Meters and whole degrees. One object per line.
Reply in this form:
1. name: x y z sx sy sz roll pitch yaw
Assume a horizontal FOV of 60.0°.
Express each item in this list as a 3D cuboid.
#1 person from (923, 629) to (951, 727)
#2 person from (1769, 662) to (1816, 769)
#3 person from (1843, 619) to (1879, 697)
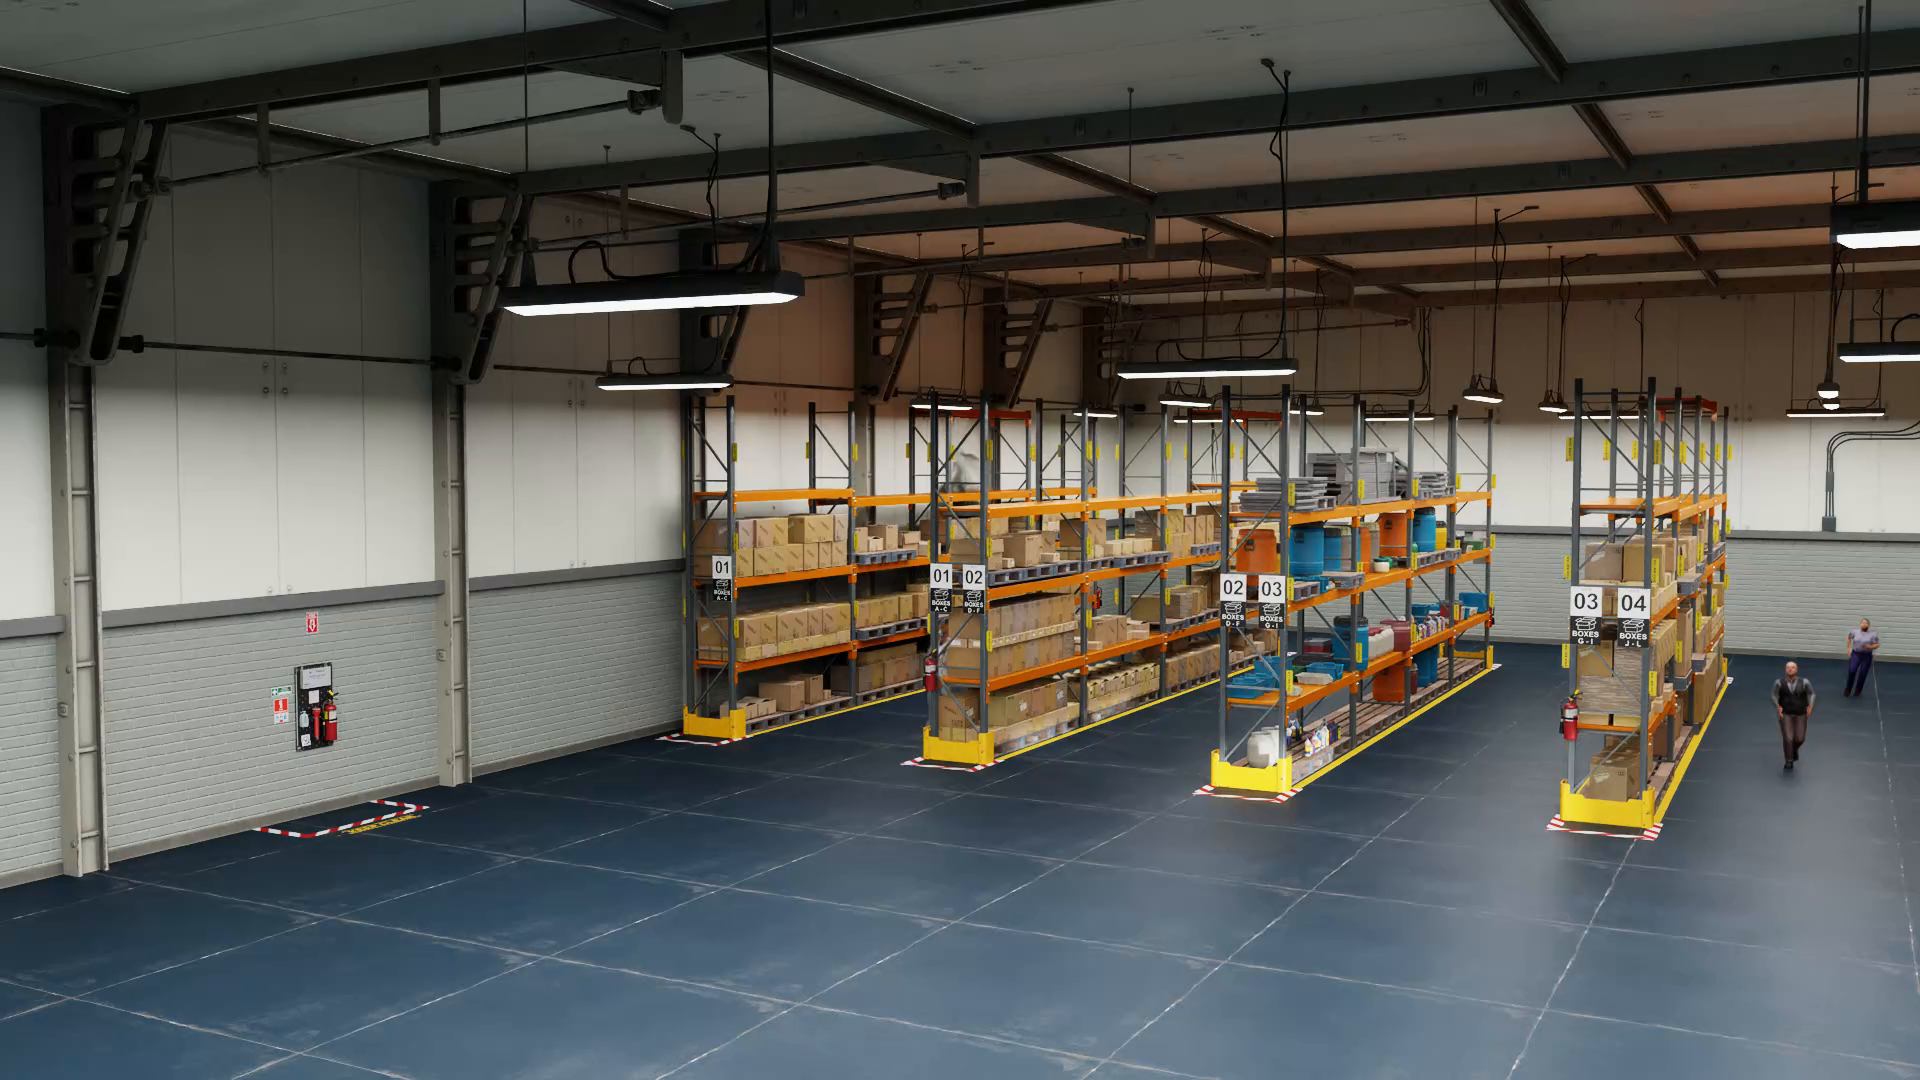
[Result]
1. person: -0.384 2.506 30.479 0.673 1.755 0.902 1 3 23
2. person: 13.194 2.779 26.358 0.666 1.687 0.528 1 3 26
3. person: 18.398 2.415 33.932 0.625 1.634 0.617 2 3 29
